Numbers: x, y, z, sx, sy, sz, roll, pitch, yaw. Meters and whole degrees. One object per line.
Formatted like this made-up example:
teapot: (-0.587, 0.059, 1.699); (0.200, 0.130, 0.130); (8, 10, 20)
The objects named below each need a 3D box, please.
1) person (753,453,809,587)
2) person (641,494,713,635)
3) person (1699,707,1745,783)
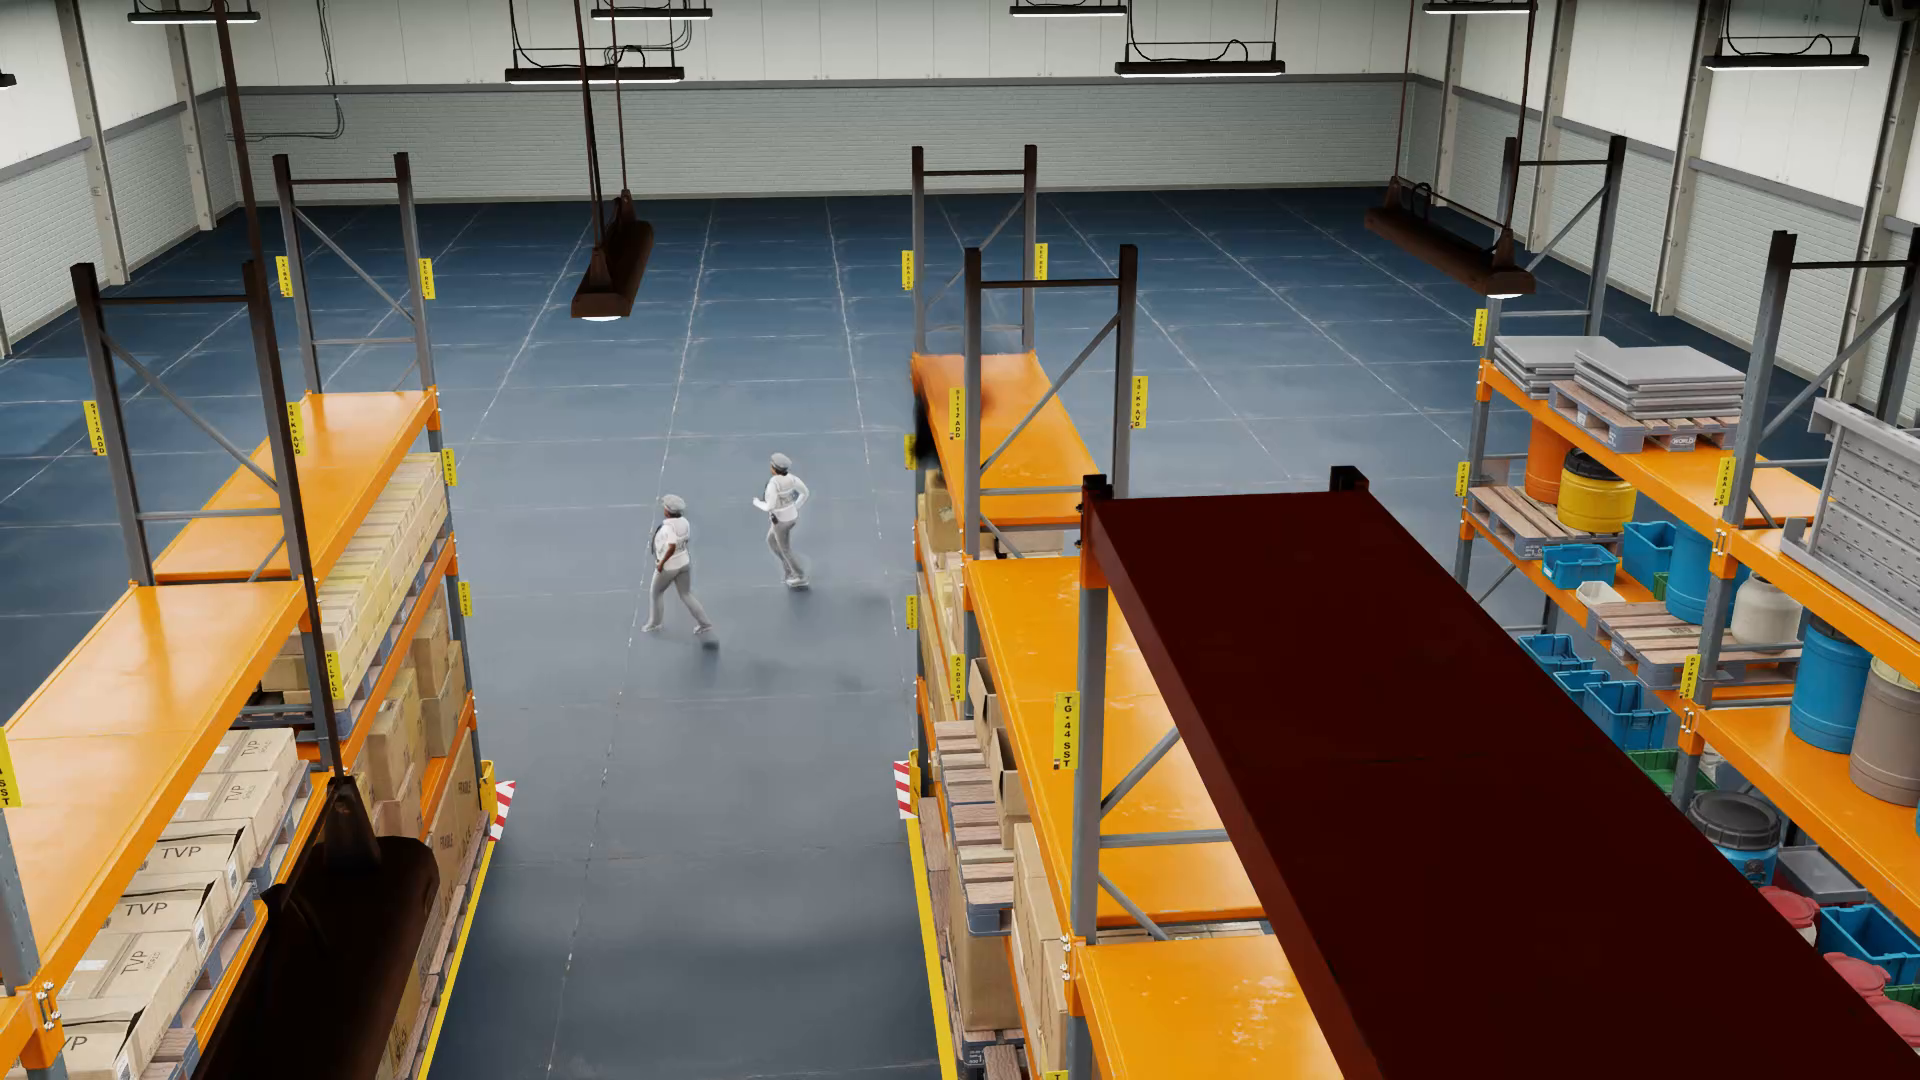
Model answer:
person: (-2.152, -0.217, 19.932); (0.667, 1.710, 0.584); (9, 23, 22)
person: (-3.211, 0.305, 18.575); (0.935, 1.702, 0.379); (14, 26, 32)
person: (6.612, 1.962, 14.609); (0.512, 1.602, 0.784); (-4, 22, -10)
